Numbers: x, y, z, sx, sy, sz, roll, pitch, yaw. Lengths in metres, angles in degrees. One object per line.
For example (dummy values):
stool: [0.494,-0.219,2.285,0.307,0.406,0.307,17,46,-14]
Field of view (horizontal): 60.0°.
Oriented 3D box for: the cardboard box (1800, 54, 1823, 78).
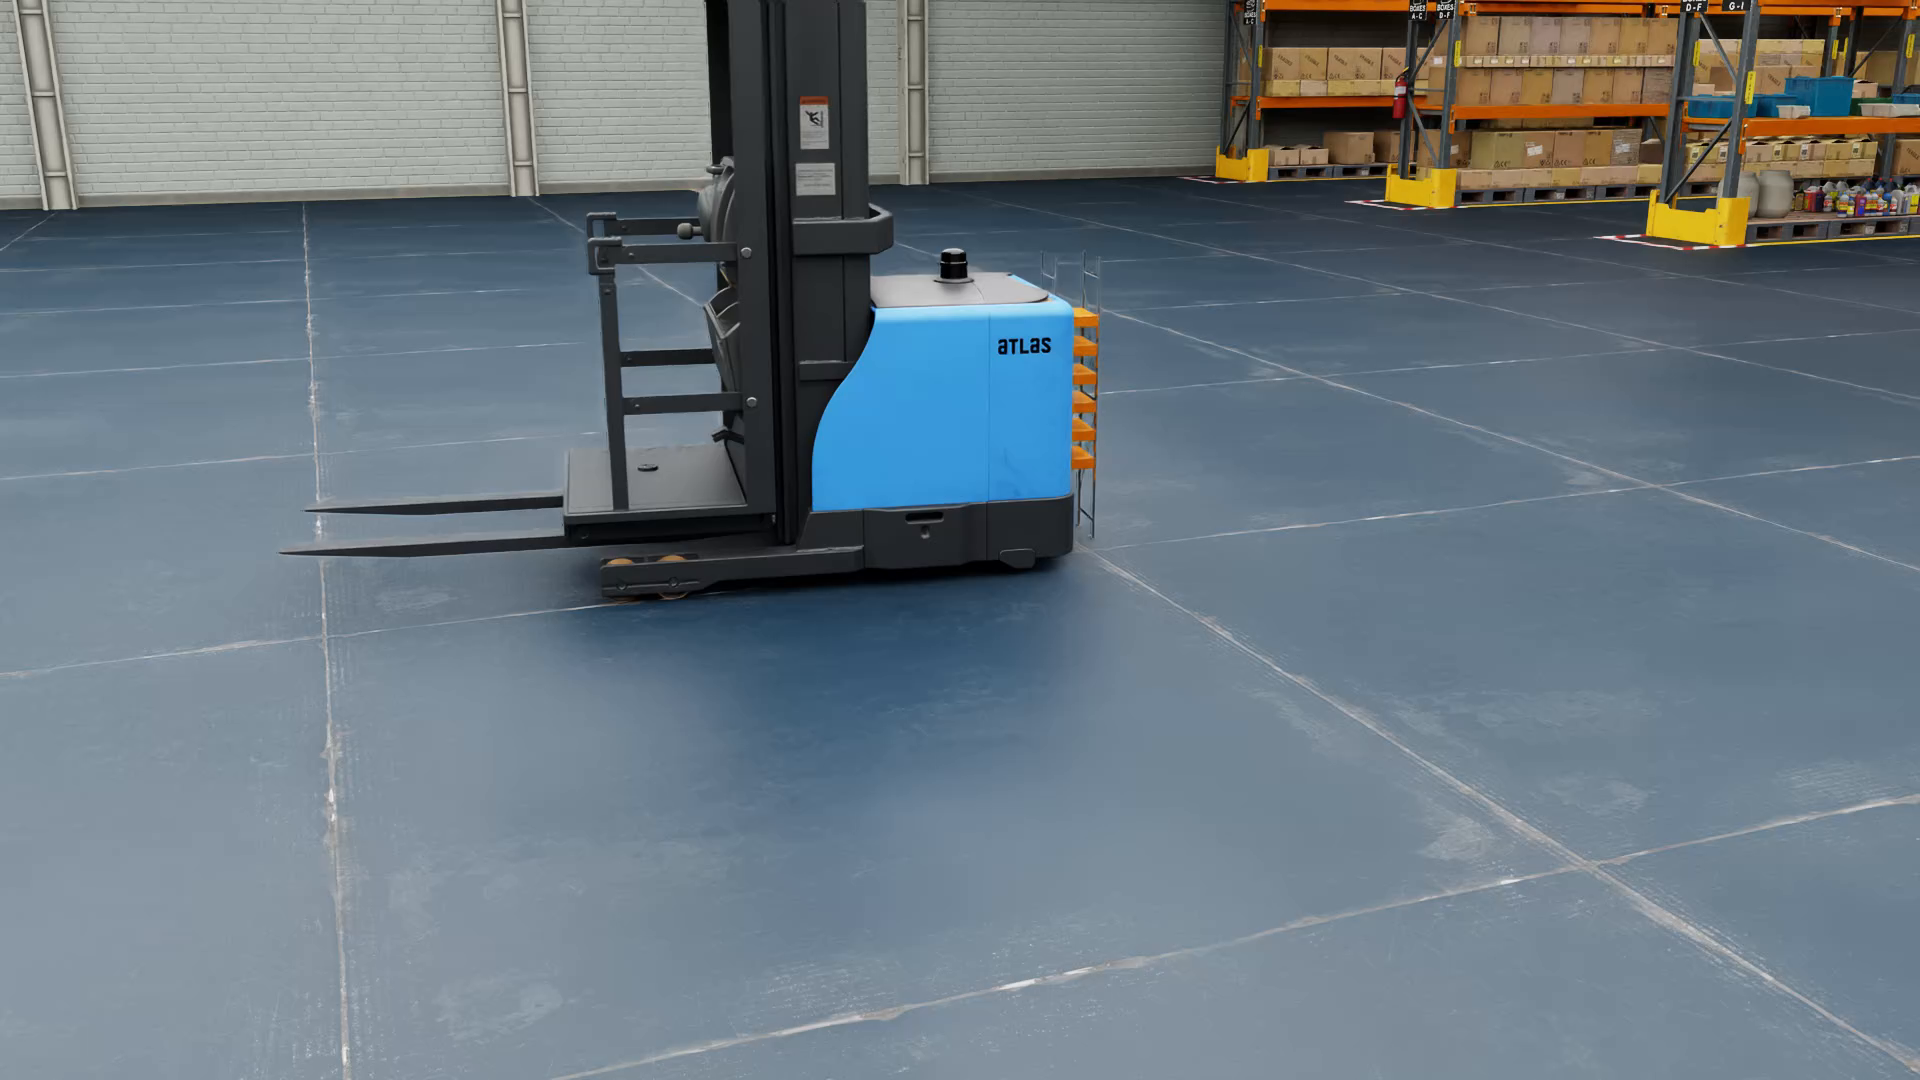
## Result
cardboard box: [15.402,-8.653,30.499,0.500,0.500,0.500,-6,18,-21]

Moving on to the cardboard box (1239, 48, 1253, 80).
cardboard box: [4.901,-7.756,27.087,0.500,0.500,0.500,-6,18,-21]

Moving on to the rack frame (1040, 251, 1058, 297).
rack frame: [0.366,-0.597,7.002,0.006,1.200,0.240,-4,17,-12]

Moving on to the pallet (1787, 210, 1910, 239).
pallet: [10.034,-3.633,19.096,1.213,0.211,1.003,-6,17,-20]

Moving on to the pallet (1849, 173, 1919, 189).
pallet: [14.494,-5.586,25.747,1.213,0.211,1.003,-6,17,-20]

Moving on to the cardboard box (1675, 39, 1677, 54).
cardboard box: [12.550,-8.703,29.339,0.500,0.250,0.500,-6,17,-19]

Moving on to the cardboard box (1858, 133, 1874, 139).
cardboard box: [16.948,-7.666,31.570,0.500,0.500,0.700,-6,18,-21]

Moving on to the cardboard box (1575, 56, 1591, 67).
cardboard box: [8.438,-6.576,22.839,0.250,0.149,0.380,-6,17,-18]

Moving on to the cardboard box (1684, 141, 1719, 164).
cardboard box: [10.523,-5.583,23.926,0.500,0.311,0.500,-6,17,-20]

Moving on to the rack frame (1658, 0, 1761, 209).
rack frame: [8.082,-4.749,17.946,0.127,3.000,1.000,-6,17,-20]

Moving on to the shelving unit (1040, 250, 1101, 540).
shelving unit: [0.455,-0.603,7.021,0.189,1.200,0.258,-4,17,-12]

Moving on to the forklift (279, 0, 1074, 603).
forklift: [-1.115,-1.330,6.427,3.031,2.935,1.130,-4,17,-12]

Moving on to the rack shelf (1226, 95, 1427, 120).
rack shelf: [6.405,-7.212,27.610,4.000,0.370,1.077,-6,17,-20]

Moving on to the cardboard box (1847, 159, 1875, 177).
cardboard box: [13.379,-5.624,25.061,0.500,0.250,0.500,-6,17,-19]

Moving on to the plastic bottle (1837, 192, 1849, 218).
plastic bottle: [9.886,-3.752,18.612,0.097,0.271,0.097,0,16,0]

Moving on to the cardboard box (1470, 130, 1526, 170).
cardboard box: [7.360,-5.341,22.766,0.500,0.500,0.500,-6,17,-20]

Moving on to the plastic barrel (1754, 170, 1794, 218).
plastic barrel: [9.137,-3.894,18.704,0.421,0.512,0.421,0,16,0]

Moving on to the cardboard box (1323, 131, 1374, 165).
cardboard box: [6.451,-6.532,27.672,0.500,0.500,0.700,-7,18,-24]

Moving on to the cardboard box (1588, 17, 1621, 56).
cardboard box: [8.697,-6.978,23.058,0.500,0.500,0.700,-6,17,-20]

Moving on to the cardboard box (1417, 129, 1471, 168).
cardboard box: [6.707,-5.427,23.059,0.500,0.500,0.500,-6,17,-20]

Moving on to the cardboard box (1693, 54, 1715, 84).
cardboard box: [13.045,-8.394,29.619,0.500,0.500,0.500,-6,17,-18]

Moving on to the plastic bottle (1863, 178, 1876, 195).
plastic bottle: [10.739,-4.101,19.660,0.185,0.351,0.144,-7,18,-22]

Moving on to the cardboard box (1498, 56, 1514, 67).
cardboard box: [7.235,-6.447,22.399,0.250,0.149,0.380,-6,17,-20]

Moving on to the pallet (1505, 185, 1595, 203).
pallet: [8.150,-4.925,23.493,1.213,0.211,1.003,-6,17,-20]

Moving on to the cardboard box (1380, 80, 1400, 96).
cardboard box: [7.006,-7.466,27.430,0.500,0.250,0.500,-6,17,-20]

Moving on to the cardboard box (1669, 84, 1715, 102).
cardboard box: [10.492,-6.445,23.988,0.500,0.250,0.500,-5,17,-17]

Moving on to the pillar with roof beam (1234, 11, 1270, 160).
pillar with roof beam: [6.422,-9.399,23.135,0.400,9.000,9.100,-6,17,-20]

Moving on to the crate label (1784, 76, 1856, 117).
crate label: [9.704,-5.023,18.815,0.616,0.435,0.502,-6,17,-20]

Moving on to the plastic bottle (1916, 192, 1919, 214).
plastic bottle: [11.002,-3.872,19.002,0.133,0.283,0.061,-5,17,-16]

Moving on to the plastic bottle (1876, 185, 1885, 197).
plastic bottle: [10.823,-4.036,19.578,0.097,0.271,0.097,0,16,0]

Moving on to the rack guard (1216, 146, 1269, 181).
rack guard: [4.608,-6.164,27.201,0.348,0.500,1.175,-6,17,-20]

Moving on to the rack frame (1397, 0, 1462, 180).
rack frame: [6.313,-6.052,22.385,0.127,3.000,1.000,-6,17,-20]

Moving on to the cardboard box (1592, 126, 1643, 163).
cardboard box: [9.503,-5.733,24.102,0.500,0.500,0.500,-6,17,-20]

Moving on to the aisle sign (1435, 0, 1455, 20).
aisle sign: [6.361,-7.213,21.722,0.004,0.787,0.394,-6,17,-20]

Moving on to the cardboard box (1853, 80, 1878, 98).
cardboard box: [13.428,-6.791,25.059,0.500,0.311,0.500,-5,17,-17]

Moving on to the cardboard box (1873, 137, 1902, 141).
cardboard box: [14.573,-6.027,25.954,0.500,0.500,0.500,-5,17,-18]

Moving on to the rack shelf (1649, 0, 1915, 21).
rack shelf: [11.916,-7.751,24.124,4.000,0.370,1.077,-6,17,-20]

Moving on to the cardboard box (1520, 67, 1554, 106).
cardboard box: [7.708,-6.247,22.870,0.500,0.500,0.700,-6,17,-20]

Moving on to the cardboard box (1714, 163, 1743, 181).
cardboard box: [10.991,-5.365,24.178,0.500,0.250,0.500,-6,17,-19]

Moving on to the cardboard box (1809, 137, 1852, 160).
cardboard box: [12.899,-5.839,24.796,0.500,0.311,0.500,-6,18,-21]

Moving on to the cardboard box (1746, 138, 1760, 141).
cardboard box: [11.745,-5.877,24.926,0.500,0.311,0.500,-6,18,-21]

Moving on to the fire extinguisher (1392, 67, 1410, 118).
fire extinguisher: [6.036,-6.126,22.772,0.183,0.674,0.296,-6,17,-20]

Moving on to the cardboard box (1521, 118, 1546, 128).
cardboard box: [9.848,-7.308,28.984,0.500,0.250,0.500,-7,18,-22]

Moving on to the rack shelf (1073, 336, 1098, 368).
rack shelf: [0.455,-0.790,6.966,0.180,0.103,0.258,-4,17,-12]

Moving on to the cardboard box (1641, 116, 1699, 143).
cardboard box: [12.741,-7.372,29.948,0.750,0.750,0.750,-6,18,-21]

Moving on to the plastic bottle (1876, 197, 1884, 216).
plastic bottle: [10.392,-3.773,18.808,0.097,0.201,0.097,0,16,0]

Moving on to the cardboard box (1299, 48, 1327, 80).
cardboard box: [5.555,-7.669,26.790,0.500,0.500,0.500,-6,17,-20]

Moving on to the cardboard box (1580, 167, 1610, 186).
cardboard box: [8.761,-5.132,23.384,0.500,0.250,0.500,-6,17,-20]

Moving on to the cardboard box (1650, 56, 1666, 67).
cardboard box: [9.639,-6.707,23.285,0.250,0.149,0.380,-7,18,-21]

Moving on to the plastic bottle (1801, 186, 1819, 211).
plastic bottle: [9.885,-3.972,19.353,0.135,0.276,0.152,-6,17,-20]
